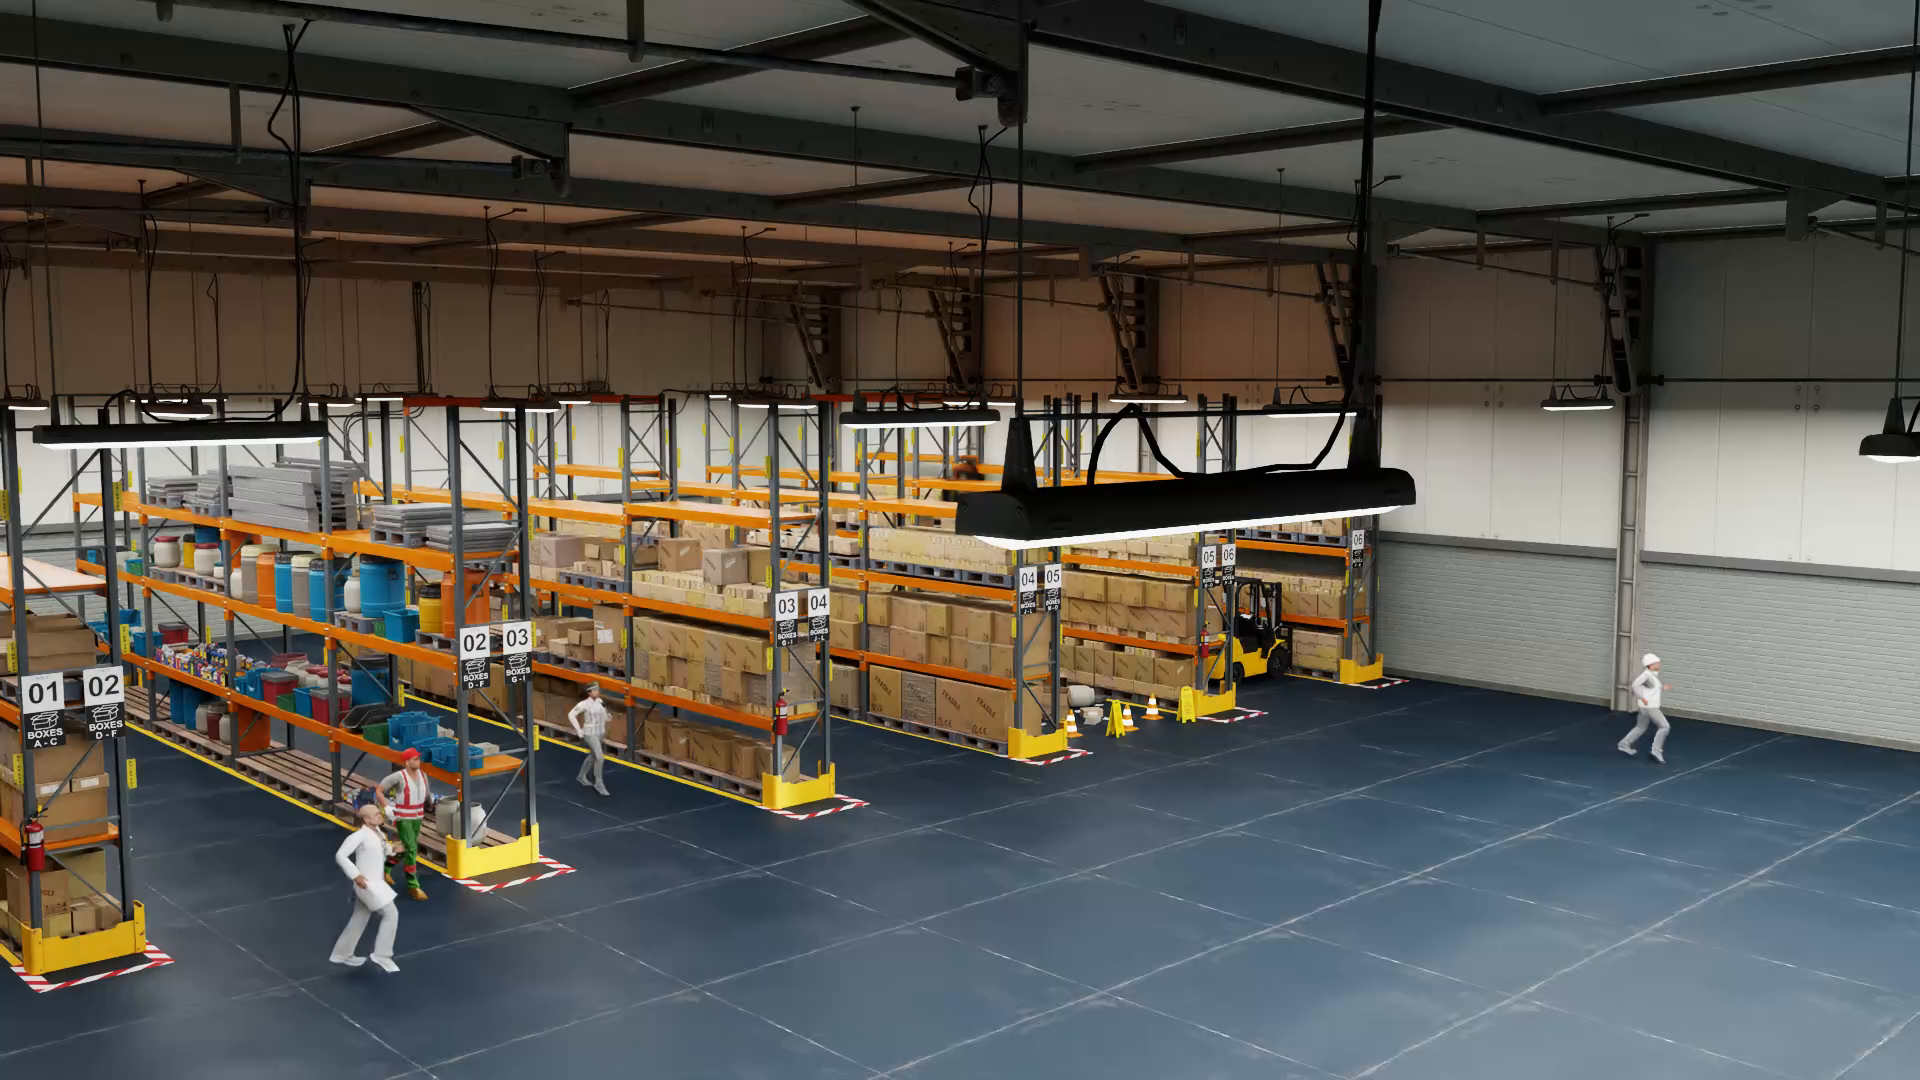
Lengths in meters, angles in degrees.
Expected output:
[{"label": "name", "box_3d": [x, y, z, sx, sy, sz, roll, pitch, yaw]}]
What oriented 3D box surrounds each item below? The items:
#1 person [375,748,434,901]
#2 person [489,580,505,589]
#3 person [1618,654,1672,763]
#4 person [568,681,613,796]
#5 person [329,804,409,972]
[{"label": "person", "box_3d": [-6.823, 3.461, 20.568, 0.931, 1.795, 0.683, 3, 6, 26]}, {"label": "person", "box_3d": [-11.163, 1.653, 39.820, 0.853, 1.688, 0.661, 2, 6, 21]}, {"label": "person", "box_3d": [11.402, 2.796, 27.683, 0.795, 1.818, 0.627, 2, 6, 20]}, {"label": "person", "box_3d": [-5.631, 3.024, 25.503, 0.765, 1.753, 0.584, 3, 6, 27]}, {"label": "person", "box_3d": [-6.345, 3.741, 17.839, 0.844, 1.856, 0.665, -1, 6, -14]}]
